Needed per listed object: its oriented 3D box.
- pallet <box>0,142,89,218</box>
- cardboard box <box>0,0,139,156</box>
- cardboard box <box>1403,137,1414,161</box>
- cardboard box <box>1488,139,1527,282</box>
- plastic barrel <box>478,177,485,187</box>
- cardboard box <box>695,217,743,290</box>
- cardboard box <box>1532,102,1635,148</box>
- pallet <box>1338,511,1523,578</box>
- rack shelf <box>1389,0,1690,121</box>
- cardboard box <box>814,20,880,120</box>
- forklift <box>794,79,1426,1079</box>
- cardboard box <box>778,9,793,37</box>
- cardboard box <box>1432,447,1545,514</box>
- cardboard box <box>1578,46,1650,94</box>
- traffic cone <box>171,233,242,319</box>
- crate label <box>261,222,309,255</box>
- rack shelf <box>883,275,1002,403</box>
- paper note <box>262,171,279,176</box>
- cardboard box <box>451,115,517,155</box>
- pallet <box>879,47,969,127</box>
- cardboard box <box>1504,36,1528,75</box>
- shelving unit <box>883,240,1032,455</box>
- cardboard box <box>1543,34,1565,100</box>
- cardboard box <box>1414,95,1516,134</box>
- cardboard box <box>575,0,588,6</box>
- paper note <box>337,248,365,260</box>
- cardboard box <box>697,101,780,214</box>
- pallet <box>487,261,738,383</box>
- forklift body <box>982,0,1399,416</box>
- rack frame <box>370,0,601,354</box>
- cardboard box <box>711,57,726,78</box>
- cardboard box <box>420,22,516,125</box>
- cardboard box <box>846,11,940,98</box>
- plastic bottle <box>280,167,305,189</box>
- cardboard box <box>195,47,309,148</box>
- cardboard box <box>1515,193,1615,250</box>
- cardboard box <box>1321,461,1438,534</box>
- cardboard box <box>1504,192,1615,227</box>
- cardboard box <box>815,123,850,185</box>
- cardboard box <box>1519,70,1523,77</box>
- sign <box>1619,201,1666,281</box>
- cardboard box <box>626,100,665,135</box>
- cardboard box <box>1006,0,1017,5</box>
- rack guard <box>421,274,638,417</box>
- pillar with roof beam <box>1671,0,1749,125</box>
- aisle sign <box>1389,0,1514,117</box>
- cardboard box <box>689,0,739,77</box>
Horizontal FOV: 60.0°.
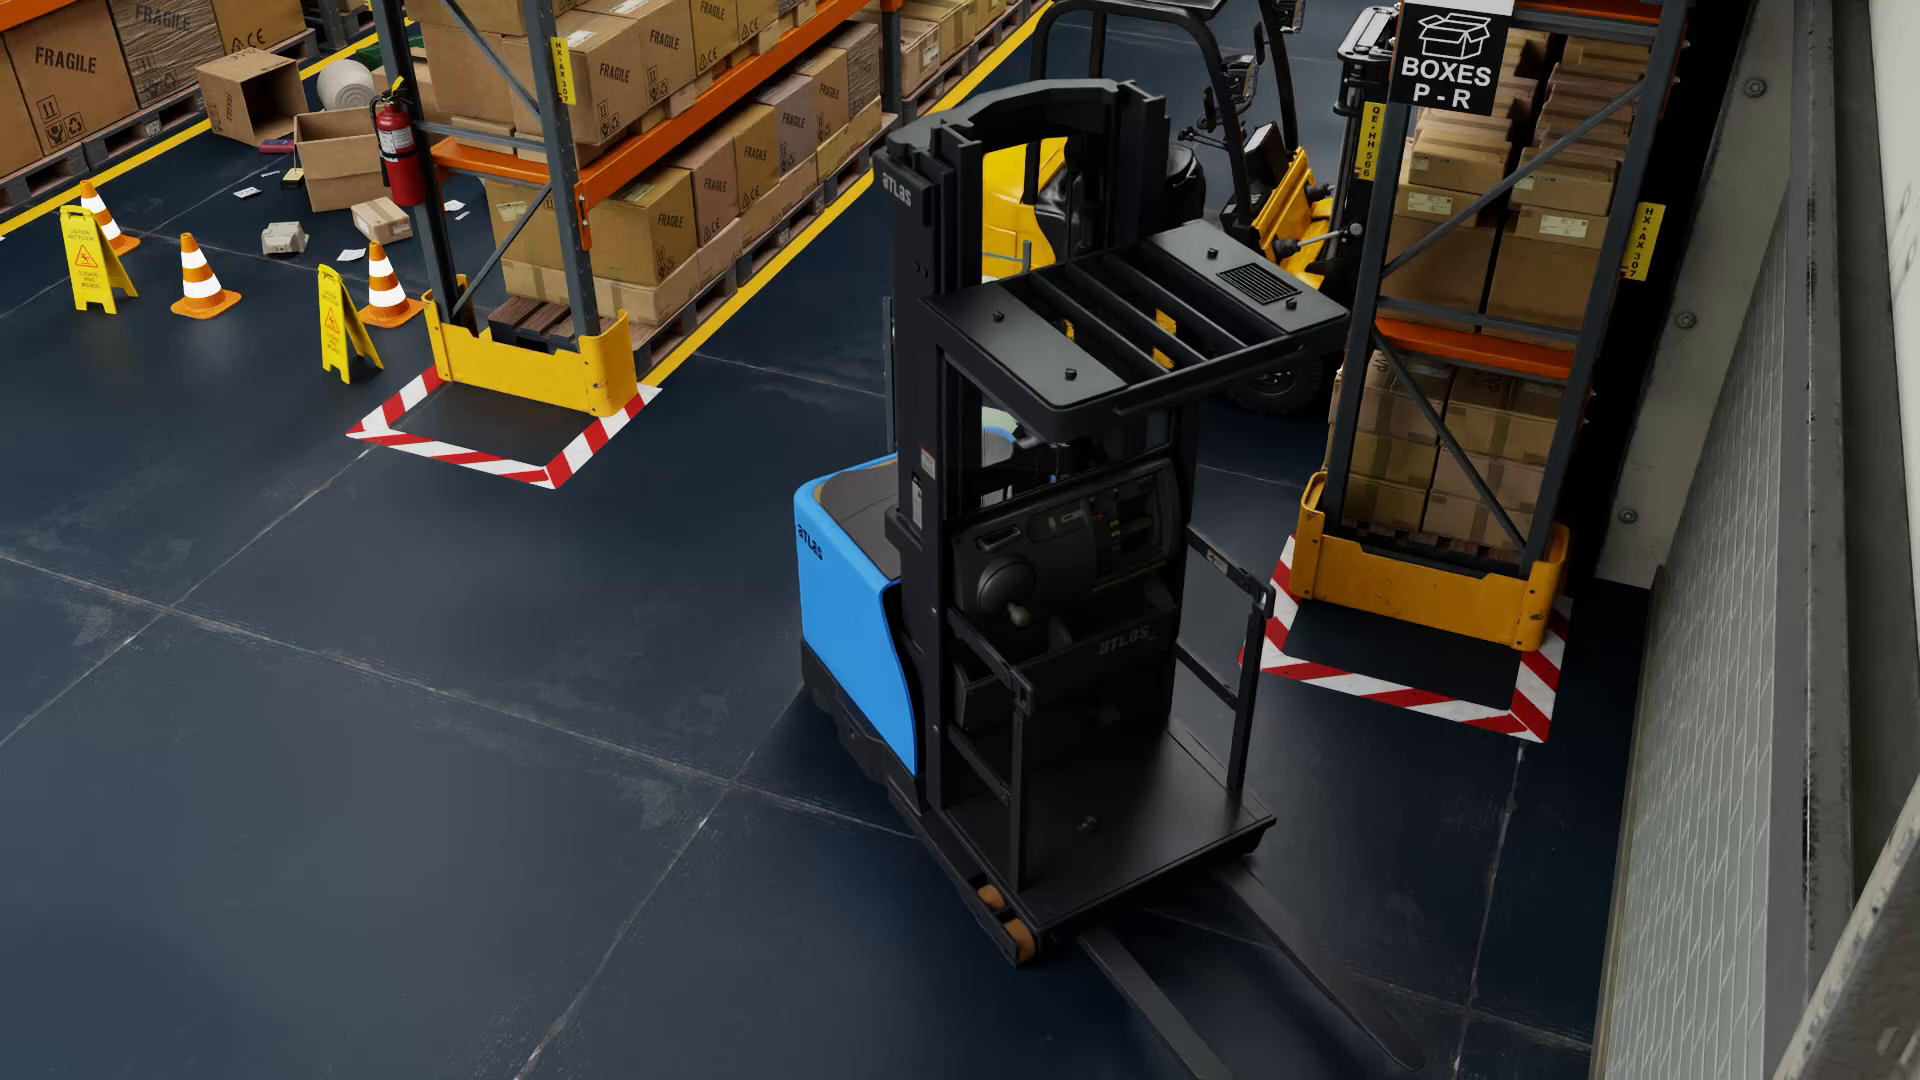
[{"bbox_3d":[-6.812,-2.466,11.373,1.003,0.211,1.213,14,39,18],"label":"pallet"},{"bbox_3d":[-6.514,-3.318,11.607,0.875,0.875,0.875,13,39,17],"label":"cardboard box"},{"bbox_3d":[2.106,-1.626,7.295,0.380,0.149,0.250,14,39,18],"label":"cardboard box"},{"bbox_3d":[2.314,-1.580,7.774,0.500,0.500,0.500,15,39,19],"label":"cardboard box"},{"bbox_3d":[-3.042,-2.507,11.251,0.421,0.421,0.512,-17,40,-22],"label":"plastic barrel"},{"bbox_3d":[-1.664,-1.782,10.075,0.500,0.250,0.500,15,39,19],"label":"cardboard box"},{"bbox_3d":[2.707,-1.765,7.232,0.380,0.149,0.250,15,39,19],"label":"cardboard box"},{"bbox_3d":[2.416,-0.238,8.392,1.003,0.211,1.213,14,39,18],"label":"pallet"},{"bbox_3d":[2.925,-2.943,7.777,1.077,0.370,4.000,14,39,18],"label":"rack shelf"},{"bbox_3d":[-0.883,-3.244,11.404,0.500,0.500,0.500,13,39,17],"label":"cardboard box"},{"bbox_3d":[0.493,0.074,5.702,1.130,2.935,3.031,-20,41,-24],"label":"forklift"},{"bbox_3d":[-1.255,-3.219,10.261,0.380,0.149,0.250,13,39,17],"label":"cardboard box"},{"bbox_3d":[2.535,-0.402,7.811,0.500,0.250,0.500,15,39,19],"label":"cardboard box"},{"bbox_3d":[3.083,-2.173,7.778,0.380,0.149,0.250,13,39,17],"label":"cardboard box"},{"bbox_3d":[-4.613,-1.631,10.046,0.336,0.463,0.334,14,39,18],"label":"traffic cone"},{"bbox_3d":[-4.371,-1.950,10.745,0.250,0.136,0.298,-5,37,-6],"label":"crate label"},{"bbox_3d":[-0.003,-0.910,7.562,0.431,0.370,0.720,14,39,18],"label":"rack shelf"},{"bbox_3d":[-4.845,-2.575,11.687,0.123,0.001,0.032,-25,43,-29],"label":"paper note"},{"bbox_3d":[-2.484,-2.206,8.906,0.380,0.149,0.250,15,39,19],"label":"cardboard box"},{"bbox_3d":[-0.611,-3.580,12.863,1.003,0.211,1.213,14,39,18],"label":"pallet"},{"bbox_3d":[2.498,-2.317,7.970,0.380,0.149,0.250,15,39,19],"label":"cardboard box"},{"bbox_3d":[-0.003,-0.597,7.796,0.431,1.500,0.755,14,39,18],"label":"shelving unit"},{"bbox_3d":[2.901,-2.418,8.896,0.500,0.500,0.500,13,39,17],"label":"cardboard box"},{"bbox_3d":[2.245,-1.882,7.389,0.380,0.149,0.250,15,39,19],"label":"cardboard box"},{"bbox_3d":[-2.236,-3.221,8.887,0.700,0.500,0.500,14,39,18],"label":"cardboard box"},{"bbox_3d":[-3.909,-1.838,10.684,0.148,0.019,0.142,1,37,2],"label":"paper note"},{"bbox_3d":[-1.464,-2.381,10.250,0.500,0.500,0.500,15,39,19],"label":"cardboard box"},{"bbox_3d":[-2.057,-1.418,9.970,1.003,0.211,1.213,14,39,18],"label":"pallet"},{"bbox_3d":[1.198,-2.048,9.193,2.313,2.155,1.214,14,39,18],"label":"forklift body"},{"bbox_3d":[-2.428,-2.051,8.488,1.000,3.000,0.127,14,39,18],"label":"rack frame"},{"bbox_3d":[-1.597,-2.803,9.705,0.380,0.149,0.250,15,39,19],"label":"cardboard box"},{"bbox_3d":[-2.476,-2.573,8.855,0.500,0.500,0.500,13,39,17],"label":"cardboard box"},{"bbox_3d":[-0.709,-3.672,12.501,0.950,0.372,0.625,14,39,18],"label":"cardboard box"},{"bbox_3d":[-4.625,-2.537,11.593,0.133,0.061,0.283,1,37,2],"label":"plastic bottle"},{"bbox_3d":[-5.164,-3.244,12.170,0.500,0.500,0.500,21,42,25],"label":"cardboard box"},{"bbox_3d":[2.533,-1.351,6.926,0.380,0.149,0.250,13,39,17],"label":"cardboard box"},{"bbox_3d":[2.050,-0.321,8.120,0.500,0.250,0.500,14,39,18],"label":"cardboard box"},{"bbox_3d":[2.787,-1.467,7.623,0.500,0.500,0.500,15,39,19],"label":"cardboard box"},{"bbox_3d":[-1.076,-2.647,11.231,0.500,0.250,0.500,13,39,17],"label":"cardboard box"},{"bbox_3d":[2.502,-2.194,8.054,0.380,0.149,0.250,14,39,18],"label":"cardboard box"},{"bbox_3d":[2.675,-1.171,6.522,0.100,0.325,0.005,14,39,18],"label":"sign"},{"bbox_3d":[-1.848,-2.362,9.115,0.380,0.149,0.250,13,39,16],"label":"cardboard box"},{"bbox_3d":[0.118,-4.875,14.111,0.950,0.372,0.625,13,39,17],"label":"cardboard box"},{"bbox_3d":[-2.399,-1.092,9.293,1.175,0.500,0.348,14,39,18],"label":"rack guard"},{"bbox_3d":[1.564,-7.808,11.180,9.100,9.000,0.400,14,39,18],"label":"pillar with roof beam"},{"bbox_3d":[1.867,-1.994,6.241,0.394,0.787,0.004,14,39,18],"label":"aisle sign"},{"bbox_3d":[-1.604,-2.979,9.398,0.500,0.500,0.500,13,39,17],"label":"cardboard box"}]
